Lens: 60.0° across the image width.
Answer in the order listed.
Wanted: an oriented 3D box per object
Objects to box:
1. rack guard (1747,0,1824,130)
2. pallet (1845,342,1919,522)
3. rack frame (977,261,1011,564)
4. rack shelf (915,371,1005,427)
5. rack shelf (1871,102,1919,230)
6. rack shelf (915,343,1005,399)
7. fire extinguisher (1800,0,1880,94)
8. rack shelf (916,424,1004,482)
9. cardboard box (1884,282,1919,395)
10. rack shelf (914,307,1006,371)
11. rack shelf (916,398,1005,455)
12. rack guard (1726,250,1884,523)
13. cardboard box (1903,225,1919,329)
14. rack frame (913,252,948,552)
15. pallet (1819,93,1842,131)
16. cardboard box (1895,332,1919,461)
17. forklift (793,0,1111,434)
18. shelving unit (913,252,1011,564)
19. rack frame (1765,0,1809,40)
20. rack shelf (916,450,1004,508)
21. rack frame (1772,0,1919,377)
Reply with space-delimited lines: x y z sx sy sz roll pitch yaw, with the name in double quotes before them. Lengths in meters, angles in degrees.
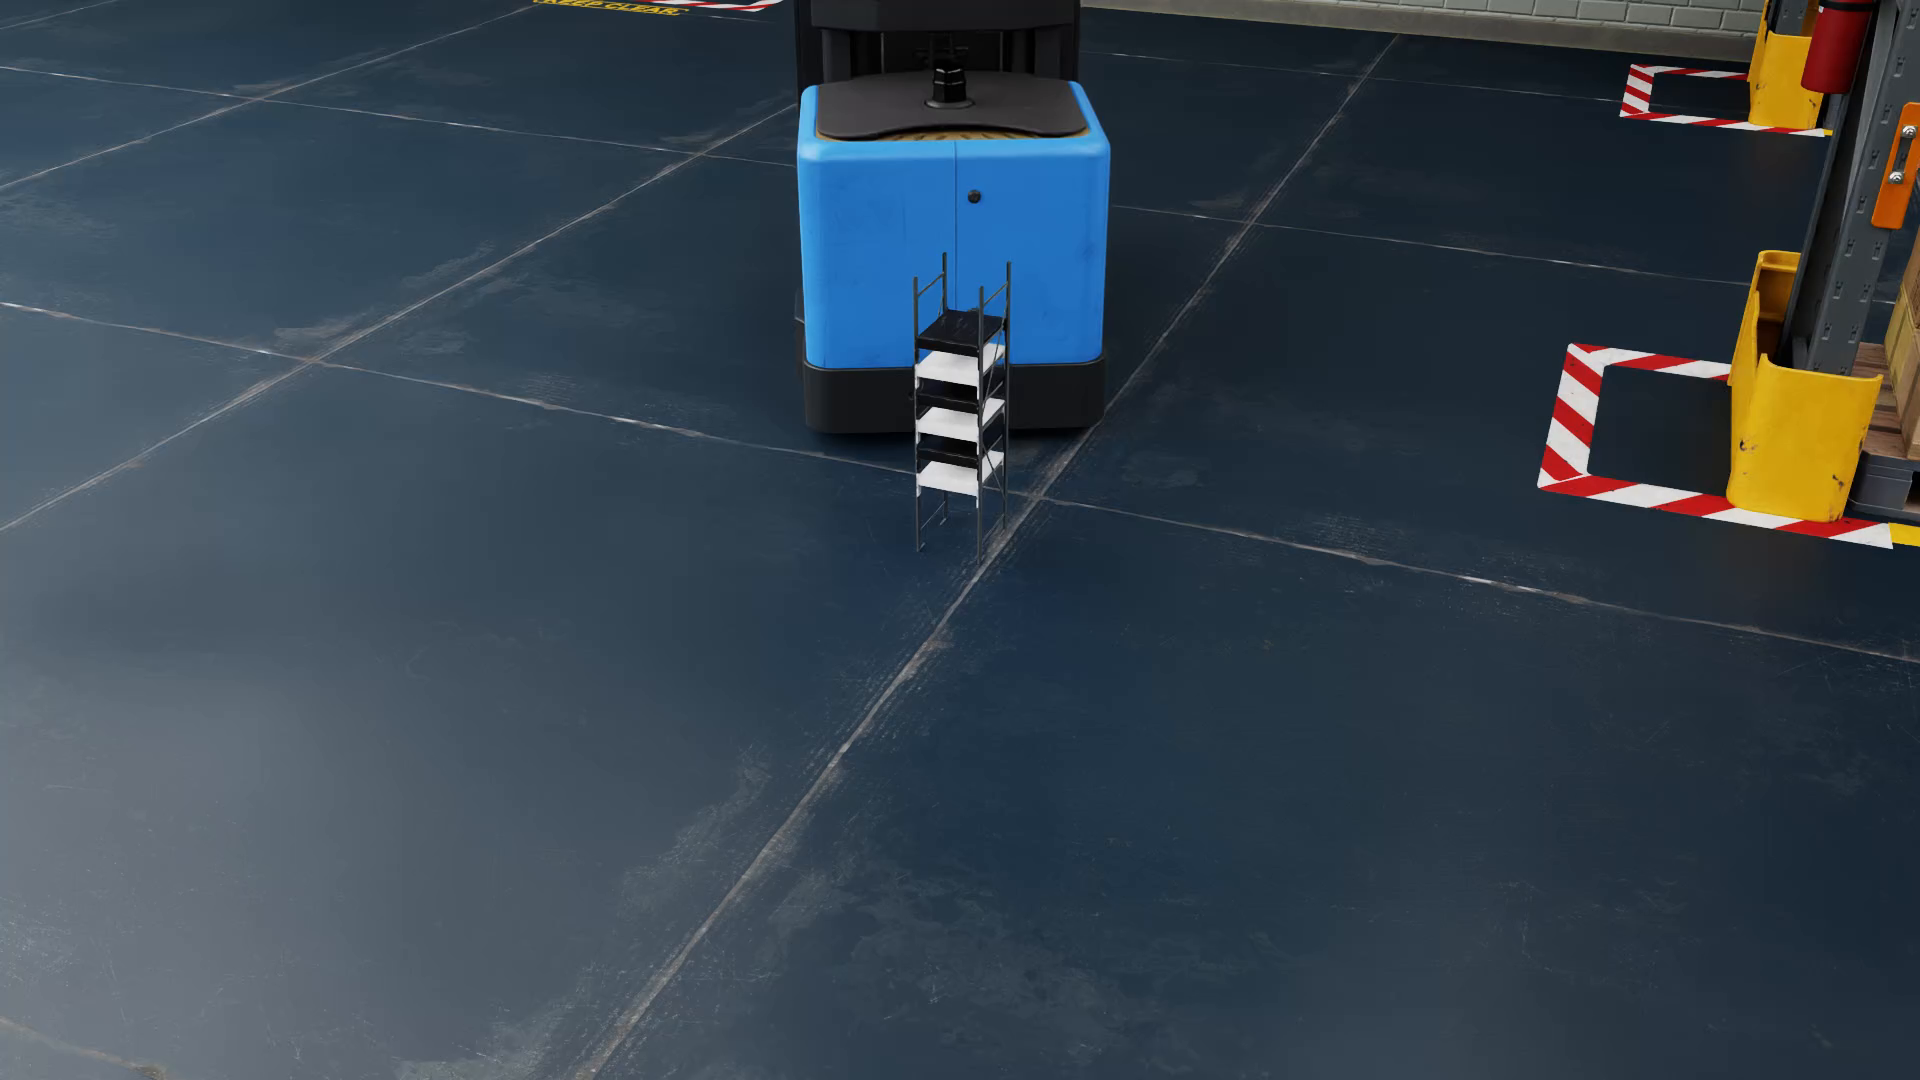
"rack guard" 4.840 -2.801 9.698 0.348 0.500 1.175 11 31 19
"pallet" 3.635 -0.308 5.580 1.213 0.211 1.003 11 31 19
"rack frame" 0.102 -0.371 4.993 0.006 0.900 0.240 11 31 19
"rack shelf" 0.008 -0.440 4.998 0.200 0.077 0.258 11 31 19
"rack shelf" 4.764 -0.961 4.632 4.000 0.370 1.077 11 31 19
"rack shelf" 0.008 -0.518 4.954 0.200 0.077 0.258 11 31 19
"fire extinguisher" 2.976 -1.844 5.543 0.183 0.674 0.296 11 31 19
"rack shelf" 0.008 -0.283 5.087 0.200 0.077 0.258 11 31 19
"cardboard box" 3.518 -0.665 5.746 0.500 0.250 0.500 11 31 19
"rack shelf" 0.008 -0.596 4.909 0.200 0.077 0.258 11 31 19
"rack shelf" 0.008 -0.361 5.042 0.200 0.077 0.258 11 31 19
"rack guard" 2.888 -0.560 5.733 0.348 0.500 1.175 11 31 19
"cardboard box" 3.519 -0.993 5.563 0.500 0.500 0.500 11 31 19
"rack frame" -0.087 -0.409 5.059 0.006 0.900 0.240 11 31 19
"pallet" 5.579 -2.509 9.474 1.213 0.211 1.003 11 31 19
"cardboard box" 3.324 -0.429 5.328 0.500 0.250 0.500 11 31 19
"forklift" -0.103 -2.335 6.403 1.130 2.935 3.031 -2 30 -3
"shelving unit" 0.008 -0.390 5.026 0.210 0.900 0.258 11 31 19
"rack frame" 4.769 -3.903 9.107 0.127 3.000 1.000 11 31 19
"rack shelf" 0.008 -0.205 5.131 0.200 0.077 0.258 11 31 19
"rack frame" 2.910 -1.644 5.110 0.127 3.000 1.000 11 31 19
